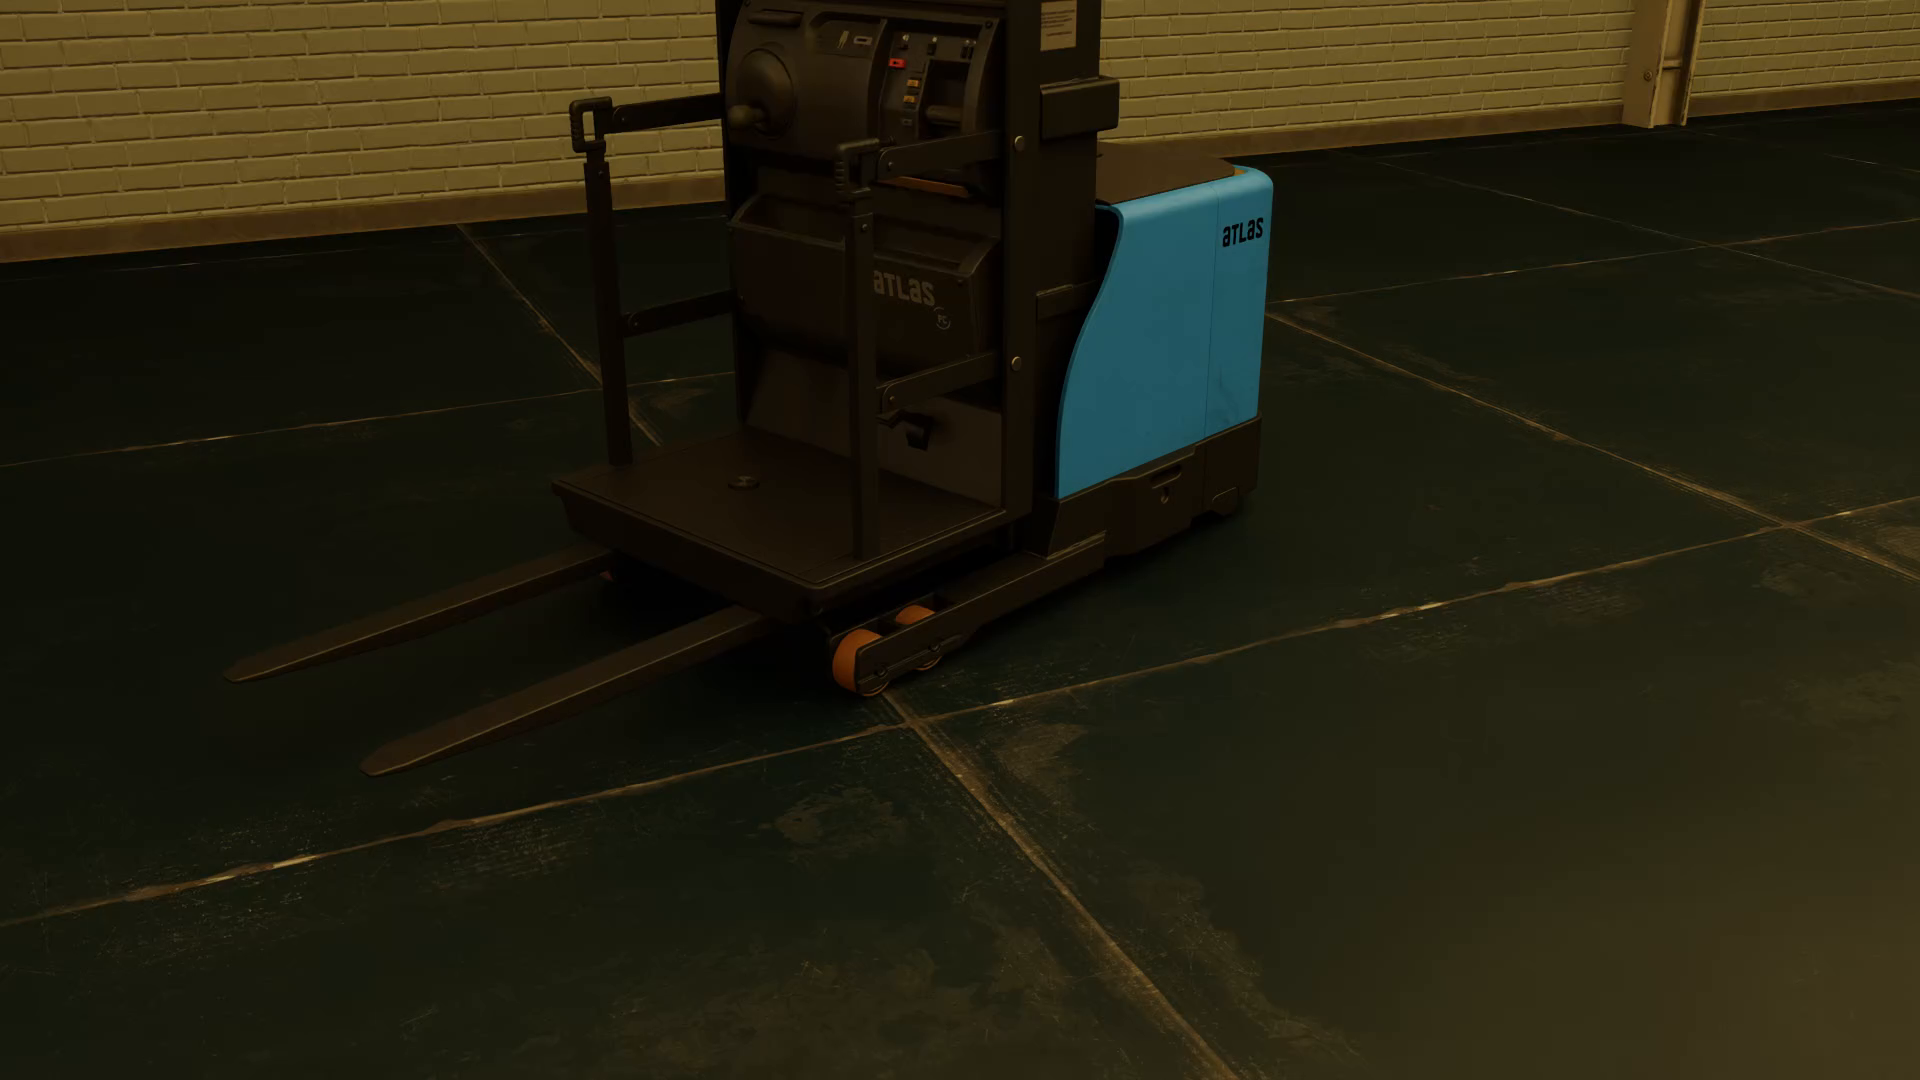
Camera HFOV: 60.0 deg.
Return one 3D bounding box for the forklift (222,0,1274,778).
[{"bbox_3d":[-0.413,-1.182,4.131,1.130,2.935,3.031,19,29,39],"label":"forklift"}]
